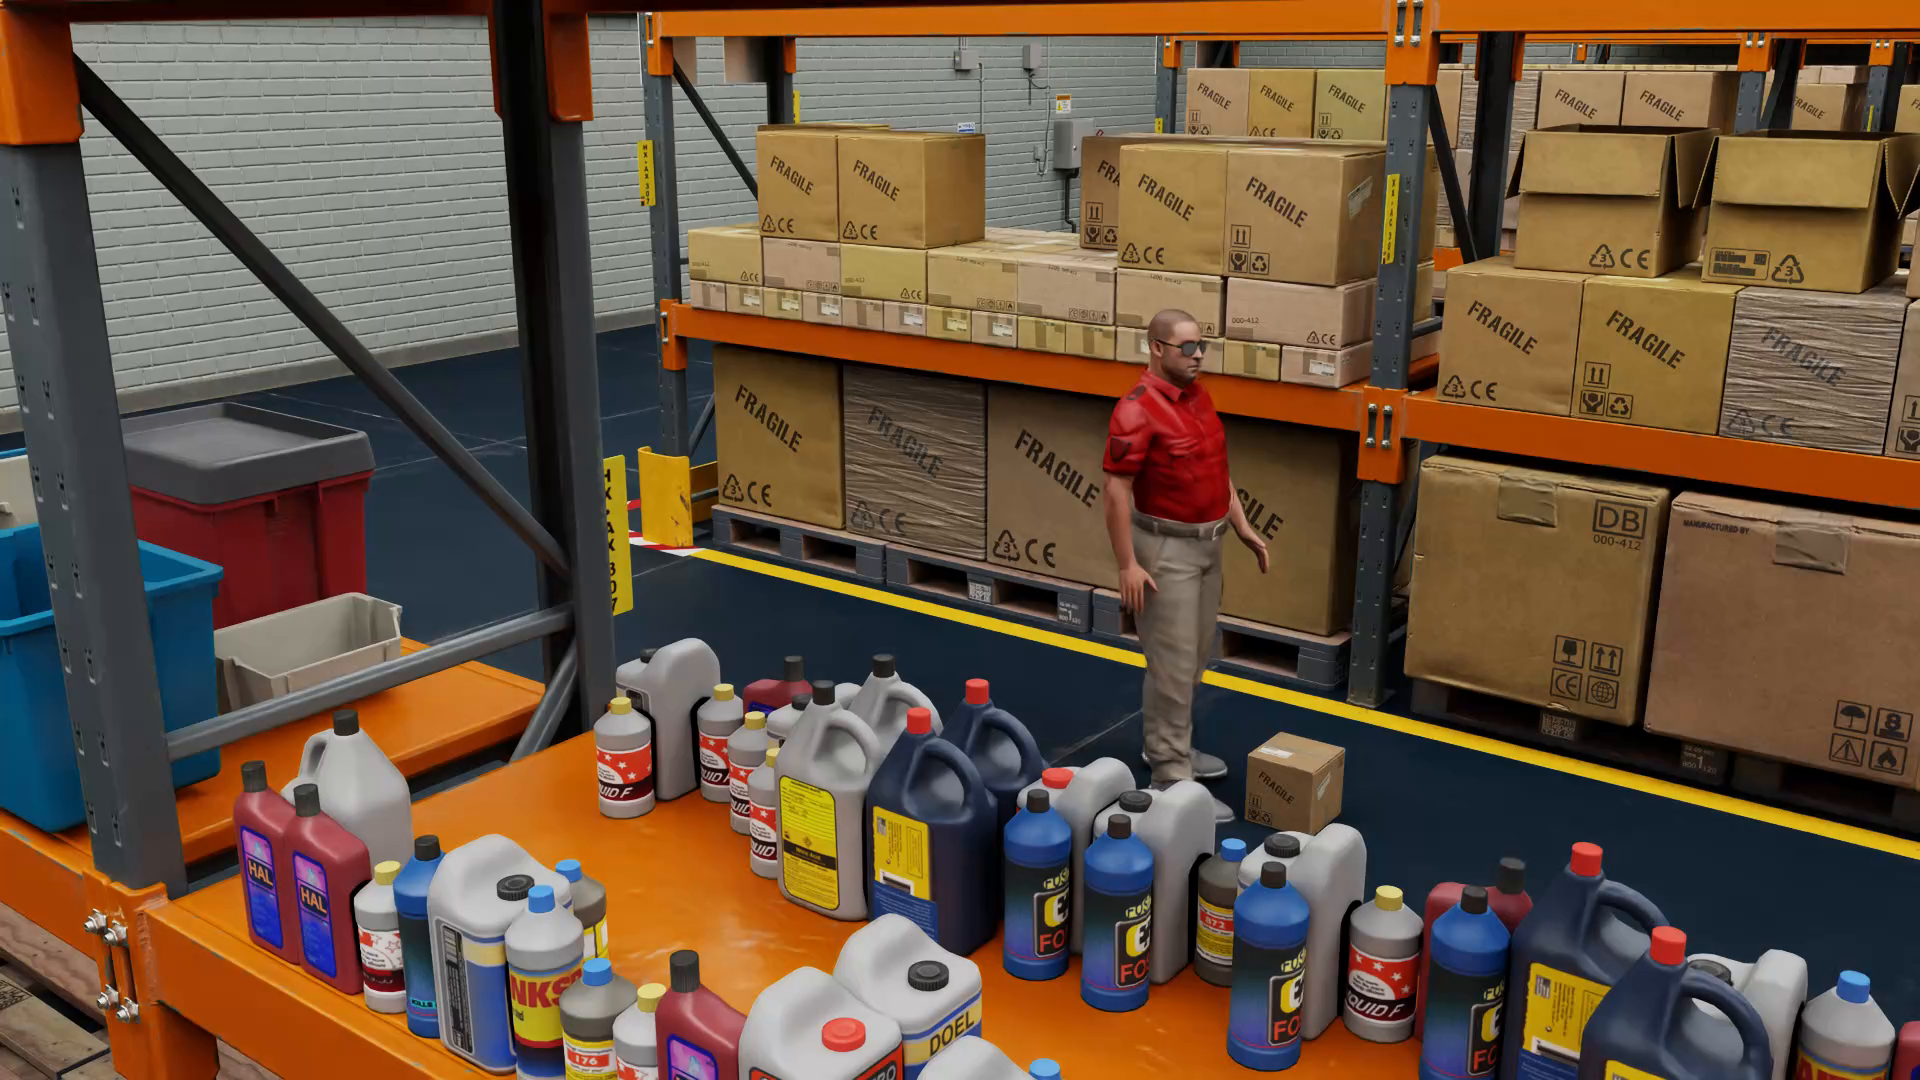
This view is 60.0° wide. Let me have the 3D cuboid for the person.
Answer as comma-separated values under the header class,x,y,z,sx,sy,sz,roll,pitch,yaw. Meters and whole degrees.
class,x,y,z,sx,sy,sz,roll,pitch,yaw
person,0.826,0.080,5.808,0.514,1.751,0.574,12,20,35
